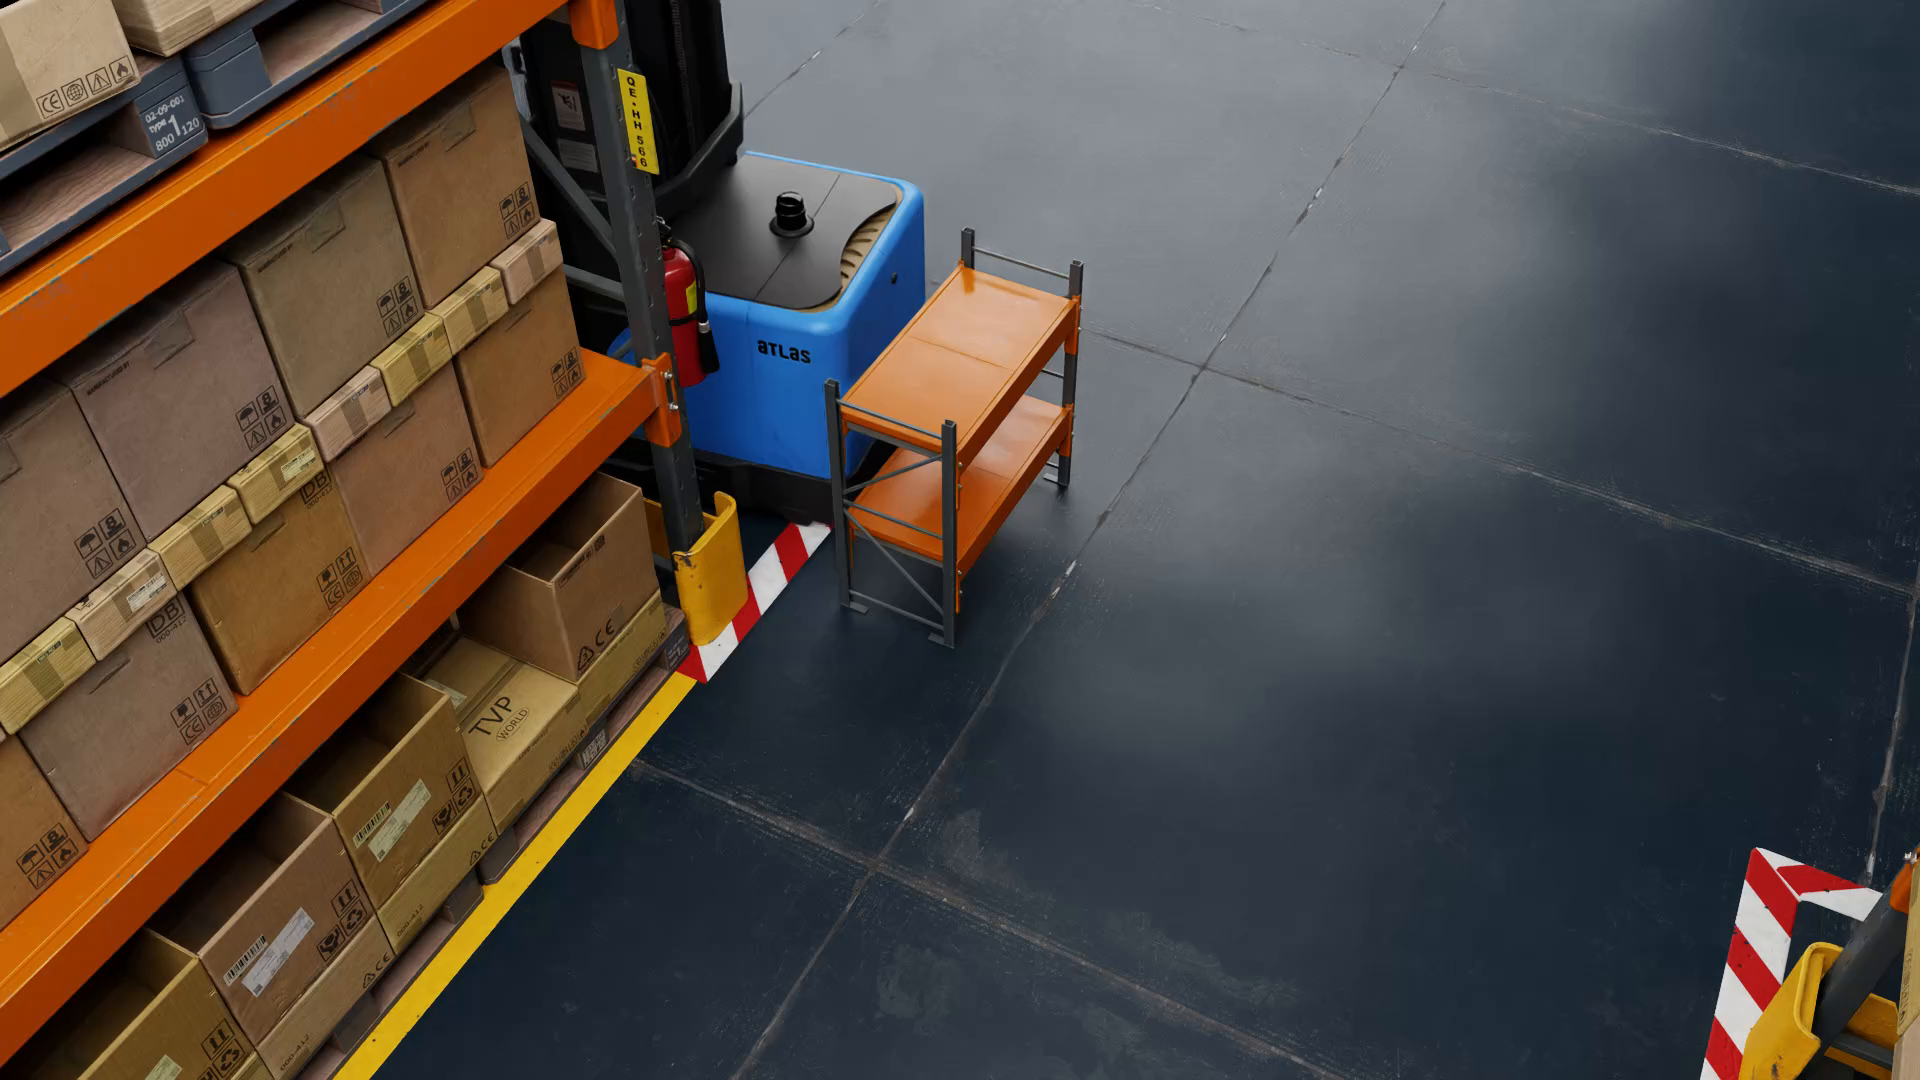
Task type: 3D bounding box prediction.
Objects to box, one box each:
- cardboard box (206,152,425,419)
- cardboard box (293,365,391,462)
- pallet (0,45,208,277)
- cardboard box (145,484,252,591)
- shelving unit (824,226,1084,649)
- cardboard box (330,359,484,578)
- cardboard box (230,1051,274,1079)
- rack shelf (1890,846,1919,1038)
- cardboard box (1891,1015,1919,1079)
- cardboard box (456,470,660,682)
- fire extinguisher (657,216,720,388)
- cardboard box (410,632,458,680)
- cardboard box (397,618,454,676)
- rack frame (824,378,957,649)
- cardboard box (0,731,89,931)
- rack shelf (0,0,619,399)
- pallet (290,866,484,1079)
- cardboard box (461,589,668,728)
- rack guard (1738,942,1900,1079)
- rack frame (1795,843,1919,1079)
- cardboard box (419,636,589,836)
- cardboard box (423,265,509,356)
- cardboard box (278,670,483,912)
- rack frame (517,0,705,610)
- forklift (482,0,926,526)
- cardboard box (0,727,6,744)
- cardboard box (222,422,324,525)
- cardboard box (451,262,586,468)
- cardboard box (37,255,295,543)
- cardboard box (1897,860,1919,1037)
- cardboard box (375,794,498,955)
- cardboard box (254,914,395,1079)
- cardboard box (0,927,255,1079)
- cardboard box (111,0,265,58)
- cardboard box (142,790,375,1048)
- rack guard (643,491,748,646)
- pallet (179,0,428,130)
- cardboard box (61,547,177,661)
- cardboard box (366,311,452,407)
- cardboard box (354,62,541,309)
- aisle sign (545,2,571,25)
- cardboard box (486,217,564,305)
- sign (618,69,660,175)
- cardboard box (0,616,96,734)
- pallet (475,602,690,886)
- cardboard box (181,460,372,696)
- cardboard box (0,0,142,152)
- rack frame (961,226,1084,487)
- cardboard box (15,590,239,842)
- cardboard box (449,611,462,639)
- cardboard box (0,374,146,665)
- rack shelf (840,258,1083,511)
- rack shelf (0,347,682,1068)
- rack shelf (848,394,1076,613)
[{"bbox_3d":[-1.908,-0.754,4.404,0.700,0.500,0.500,19,48,18],"label":"cardboard box"},{"bbox_3d":[-1.783,-0.394,4.504,0.380,0.149,0.250,21,49,20],"label":"cardboard box"},{"bbox_3d":[-2.333,-0.734,3.320,1.003,0.211,1.213,20,49,19],"label":"pallet"},{"bbox_3d":[-2.025,-0.062,4.176,0.380,0.149,0.250,22,49,20],"label":"cardboard box"},{"bbox_3d":[-0.003,-0.391,6.346,0.538,1.125,1.048,20,49,19],"label":"shelving unit"},{"bbox_3d":[-1.884,-0.332,4.899,0.700,0.500,0.500,22,49,20],"label":"cardboard box"},{"bbox_3d":[-2.316,1.601,4.696,0.500,0.250,0.500,20,49,19],"label":"cardboard box"},{"bbox_3d":[2.044,2.227,2.946,1.077,0.370,4.000,20,49,19],"label":"rack shelf"},{"bbox_3d":[2.237,1.294,3.453,0.500,0.250,0.500,19,48,18],"label":"cardboard box"},{"bbox_3d":[-1.402,0.072,5.680,0.500,0.500,0.500,20,49,19],"label":"cardboard box"},{"bbox_3d":[-0.950,-0.813,5.499,0.296,0.674,0.183,20,49,19],"label":"fire extinguisher"},{"bbox_3d":[-2.091,0.481,5.804,0.500,0.250,0.500,20,49,19],"label":"cardboard box"},{"bbox_3d":[-2.093,0.216,5.538,0.500,0.500,0.500,20,49,19],"label":"cardboard box"},{"bbox_3d":[-0.239,-0.071,6.029,0.500,1.125,0.032,20,49,19],"label":"rack frame"},{"bbox_3d":[-2.598,0.635,3.943,0.700,0.500,0.500,21,49,20],"label":"cardboard box"},{"bbox_3d":[-2.345,-0.461,3.493,1.077,0.370,4.000,20,49,19],"label":"rack shelf"},{"bbox_3d":[-2.302,1.322,5.294,1.003,0.211,1.213,20,49,19],"label":"pallet"},{"bbox_3d":[-1.404,0.335,5.948,0.500,0.250,0.500,20,49,19],"label":"cardboard box"},{"bbox_3d":[2.938,1.641,4.777,1.175,0.500,0.348,20,49,19],"label":"rack guard"},{"bbox_3d":[2.973,0.714,3.935,1.000,3.000,0.127,20,49,19],"label":"rack frame"},{"bbox_3d":[-1.625,0.654,5.632,0.500,0.250,0.500,20,49,19],"label":"cardboard box"},{"bbox_3d":[-1.545,-0.713,4.820,0.380,0.149,0.250,22,49,20],"label":"cardboard box"},{"bbox_3d":[-1.853,0.707,5.053,0.500,0.500,0.500,20,49,19],"label":"cardboard box"},{"bbox_3d":[-1.417,-0.919,5.549,1.000,3.000,0.127,20,49,19],"label":"rack frame"},{"bbox_3d":[-1.704,-1.715,6.384,3.031,2.935,1.130,13,47,13],"label":"forklift"},{"bbox_3d":[-2.382,0.419,3.700,0.380,0.149,0.250,19,48,18],"label":"cardboard box"},{"bbox_3d":[-1.904,-0.229,4.341,0.380,0.149,0.250,22,49,20],"label":"cardboard box"},{"bbox_3d":[-1.645,-0.664,5.227,0.700,0.500,0.500,20,49,19],"label":"cardboard box"},{"bbox_3d":[-2.142,-0.436,4.090,0.700,0.500,0.500,21,49,19],"label":"cardboard box"},{"bbox_3d":[2.465,0.963,3.781,0.500,0.250,0.500,19,48,18],"label":"cardboard box"},{"bbox_3d":[-1.856,0.970,5.320,0.500,0.250,0.500,20,49,19],"label":"cardboard box"},{"bbox_3d":[-2.089,1.284,5.010,0.500,0.250,0.500,20,49,19],"label":"cardboard box"},{"bbox_3d":[-2.317,1.337,4.430,0.500,0.500,0.500,20,49,19],"label":"cardboard box"},{"bbox_3d":[-1.718,-1.305,3.534,0.500,0.250,0.500,20,49,19],"label":"cardboard box"},{"bbox_3d":[-2.086,1.022,4.742,0.500,0.500,0.500,20,49,19],"label":"cardboard box"},{"bbox_3d":[-1.405,-0.055,6.453,1.175,0.500,0.348,20,49,19],"label":"rack guard"},{"bbox_3d":[-1.768,-1.505,4.082,1.003,0.211,1.213,20,49,19],"label":"pallet"},{"bbox_3d":[-2.143,0.099,4.016,0.380,0.149,0.250,20,49,19],"label":"cardboard box"},{"bbox_3d":[-1.664,-0.552,4.660,0.380,0.149,0.250,20,49,18],"label":"cardboard box"},{"bbox_3d":[-1.669,-1.087,4.733,0.700,0.500,0.500,21,49,19],"label":"cardboard box"},{"bbox_3d":[-1.126,-1.777,4.570,0.394,0.787,0.004,20,49,19],"label":"aisle sign"},{"bbox_3d":[-1.425,-0.879,4.983,0.380,0.149,0.250,20,49,18],"label":"cardboard box"},{"bbox_3d":[-0.942,-1.221,4.867,0.100,0.325,0.005,20,49,19],"label":"sign"},{"bbox_3d":[-2.261,0.255,3.862,0.380,0.149,0.250,20,49,19],"label":"cardboard box"},{"bbox_3d":[-1.734,0.557,6.051,1.003,0.211,1.213,20,49,19],"label":"pallet"},{"bbox_3d":[-2.120,-0.021,4.591,0.700,0.500,0.500,21,49,19],"label":"cardboard box"},{"bbox_3d":[-1.976,-0.976,3.166,0.500,0.311,0.500,26,51,23],"label":"cardboard box"},{"bbox_3d":[0.233,-0.711,6.662,0.500,1.125,0.032,20,49,19],"label":"rack frame"},{"bbox_3d":[-2.361,0.312,4.262,0.700,0.500,0.500,22,49,20],"label":"cardboard box"},{"bbox_3d":[-1.863,0.164,6.117,0.500,0.250,0.500,20,49,19],"label":"cardboard box"},{"bbox_3d":[-2.374,-0.120,3.778,0.700,0.500,0.500,20,49,19],"label":"cardboard box"},{"bbox_3d":[-0.003,-0.597,6.138,0.538,0.278,1.000,20,49,19],"label":"rack shelf"},{"bbox_3d":[-2.345,0.594,4.560,1.077,0.370,4.000,20,49,19],"label":"rack shelf"},{"bbox_3d":[-0.003,-0.219,6.520,0.538,0.278,1.000,20,49,19],"label":"rack shelf"}]
